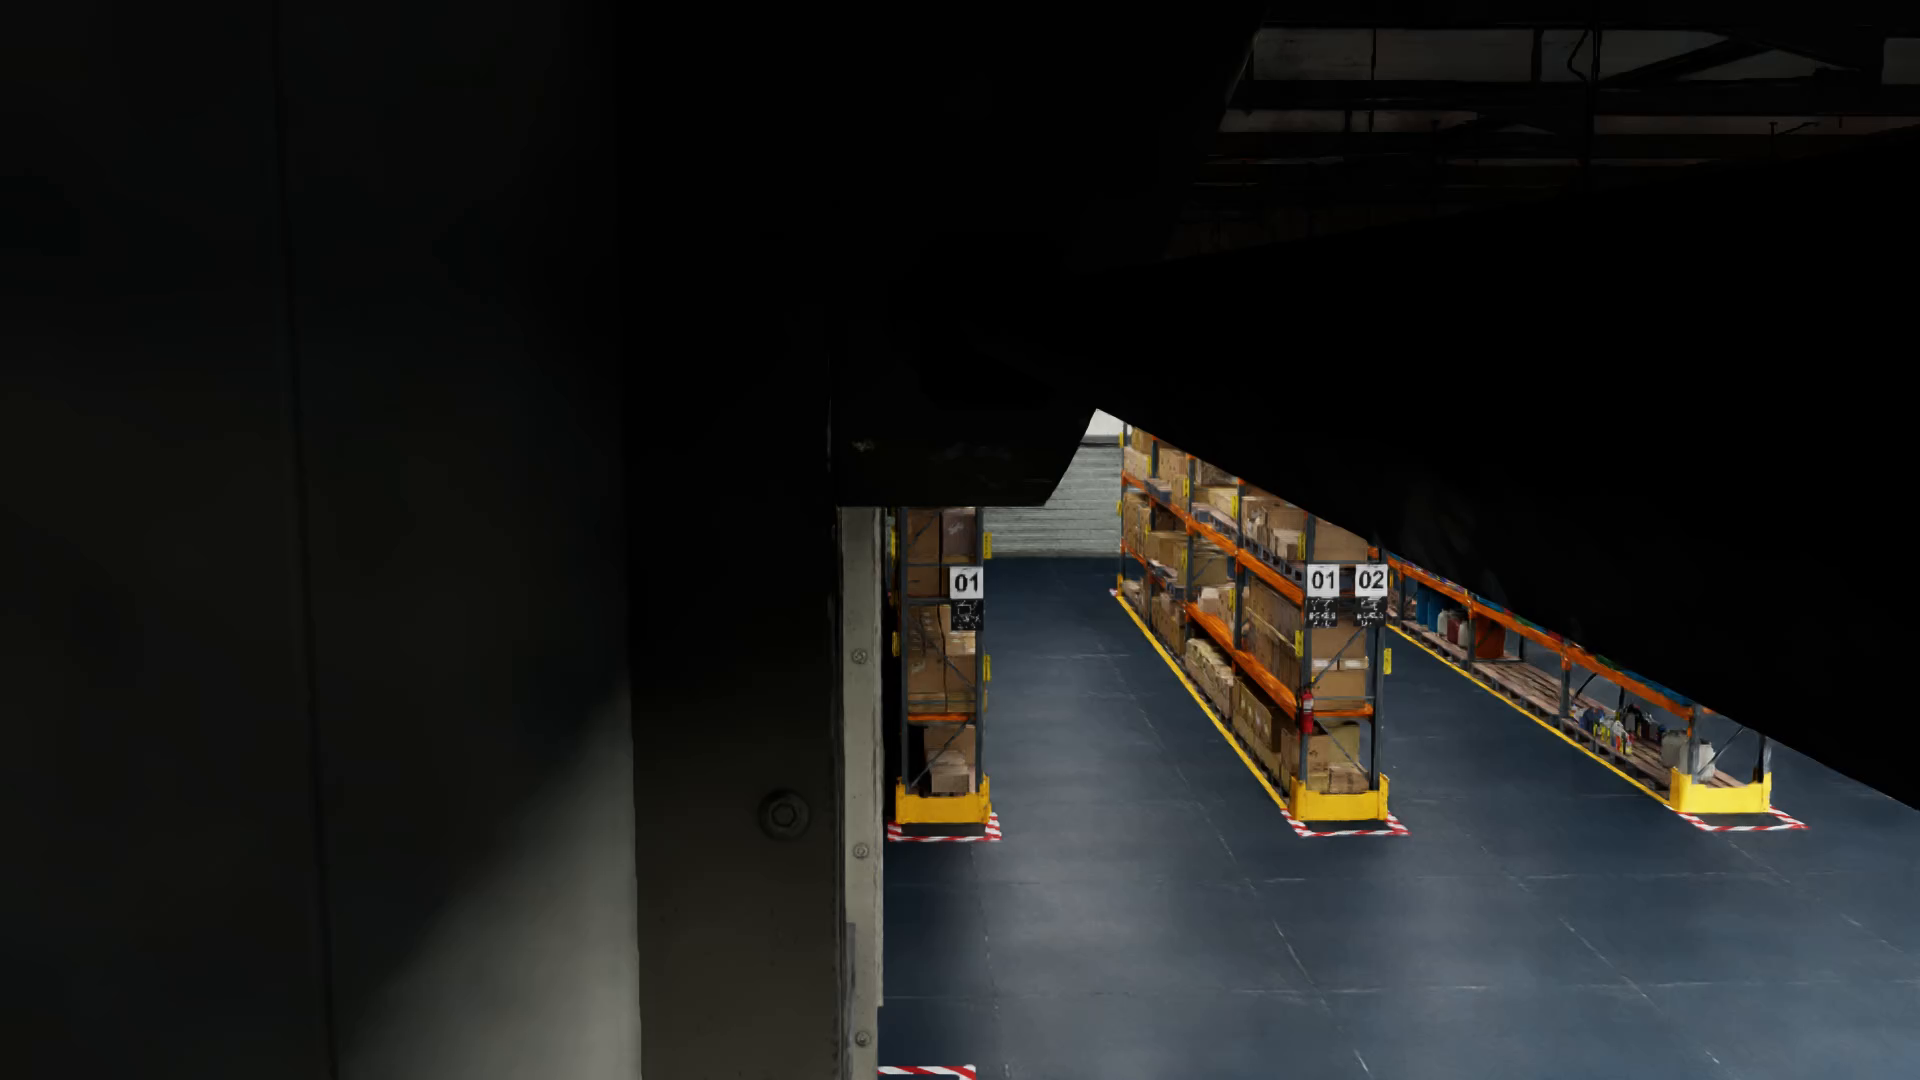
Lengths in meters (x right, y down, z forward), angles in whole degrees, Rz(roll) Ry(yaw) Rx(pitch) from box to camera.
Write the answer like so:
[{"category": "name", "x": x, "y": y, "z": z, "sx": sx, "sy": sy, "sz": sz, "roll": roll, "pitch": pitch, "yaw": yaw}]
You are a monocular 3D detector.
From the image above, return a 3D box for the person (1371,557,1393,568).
[{"category": "person", "x": 10.251, "y": -0.189, "z": 40.386, "sx": 0.577, "sy": 1.691, "sz": 1.121, "roll": 0, "pitch": 8, "yaw": 0}]
